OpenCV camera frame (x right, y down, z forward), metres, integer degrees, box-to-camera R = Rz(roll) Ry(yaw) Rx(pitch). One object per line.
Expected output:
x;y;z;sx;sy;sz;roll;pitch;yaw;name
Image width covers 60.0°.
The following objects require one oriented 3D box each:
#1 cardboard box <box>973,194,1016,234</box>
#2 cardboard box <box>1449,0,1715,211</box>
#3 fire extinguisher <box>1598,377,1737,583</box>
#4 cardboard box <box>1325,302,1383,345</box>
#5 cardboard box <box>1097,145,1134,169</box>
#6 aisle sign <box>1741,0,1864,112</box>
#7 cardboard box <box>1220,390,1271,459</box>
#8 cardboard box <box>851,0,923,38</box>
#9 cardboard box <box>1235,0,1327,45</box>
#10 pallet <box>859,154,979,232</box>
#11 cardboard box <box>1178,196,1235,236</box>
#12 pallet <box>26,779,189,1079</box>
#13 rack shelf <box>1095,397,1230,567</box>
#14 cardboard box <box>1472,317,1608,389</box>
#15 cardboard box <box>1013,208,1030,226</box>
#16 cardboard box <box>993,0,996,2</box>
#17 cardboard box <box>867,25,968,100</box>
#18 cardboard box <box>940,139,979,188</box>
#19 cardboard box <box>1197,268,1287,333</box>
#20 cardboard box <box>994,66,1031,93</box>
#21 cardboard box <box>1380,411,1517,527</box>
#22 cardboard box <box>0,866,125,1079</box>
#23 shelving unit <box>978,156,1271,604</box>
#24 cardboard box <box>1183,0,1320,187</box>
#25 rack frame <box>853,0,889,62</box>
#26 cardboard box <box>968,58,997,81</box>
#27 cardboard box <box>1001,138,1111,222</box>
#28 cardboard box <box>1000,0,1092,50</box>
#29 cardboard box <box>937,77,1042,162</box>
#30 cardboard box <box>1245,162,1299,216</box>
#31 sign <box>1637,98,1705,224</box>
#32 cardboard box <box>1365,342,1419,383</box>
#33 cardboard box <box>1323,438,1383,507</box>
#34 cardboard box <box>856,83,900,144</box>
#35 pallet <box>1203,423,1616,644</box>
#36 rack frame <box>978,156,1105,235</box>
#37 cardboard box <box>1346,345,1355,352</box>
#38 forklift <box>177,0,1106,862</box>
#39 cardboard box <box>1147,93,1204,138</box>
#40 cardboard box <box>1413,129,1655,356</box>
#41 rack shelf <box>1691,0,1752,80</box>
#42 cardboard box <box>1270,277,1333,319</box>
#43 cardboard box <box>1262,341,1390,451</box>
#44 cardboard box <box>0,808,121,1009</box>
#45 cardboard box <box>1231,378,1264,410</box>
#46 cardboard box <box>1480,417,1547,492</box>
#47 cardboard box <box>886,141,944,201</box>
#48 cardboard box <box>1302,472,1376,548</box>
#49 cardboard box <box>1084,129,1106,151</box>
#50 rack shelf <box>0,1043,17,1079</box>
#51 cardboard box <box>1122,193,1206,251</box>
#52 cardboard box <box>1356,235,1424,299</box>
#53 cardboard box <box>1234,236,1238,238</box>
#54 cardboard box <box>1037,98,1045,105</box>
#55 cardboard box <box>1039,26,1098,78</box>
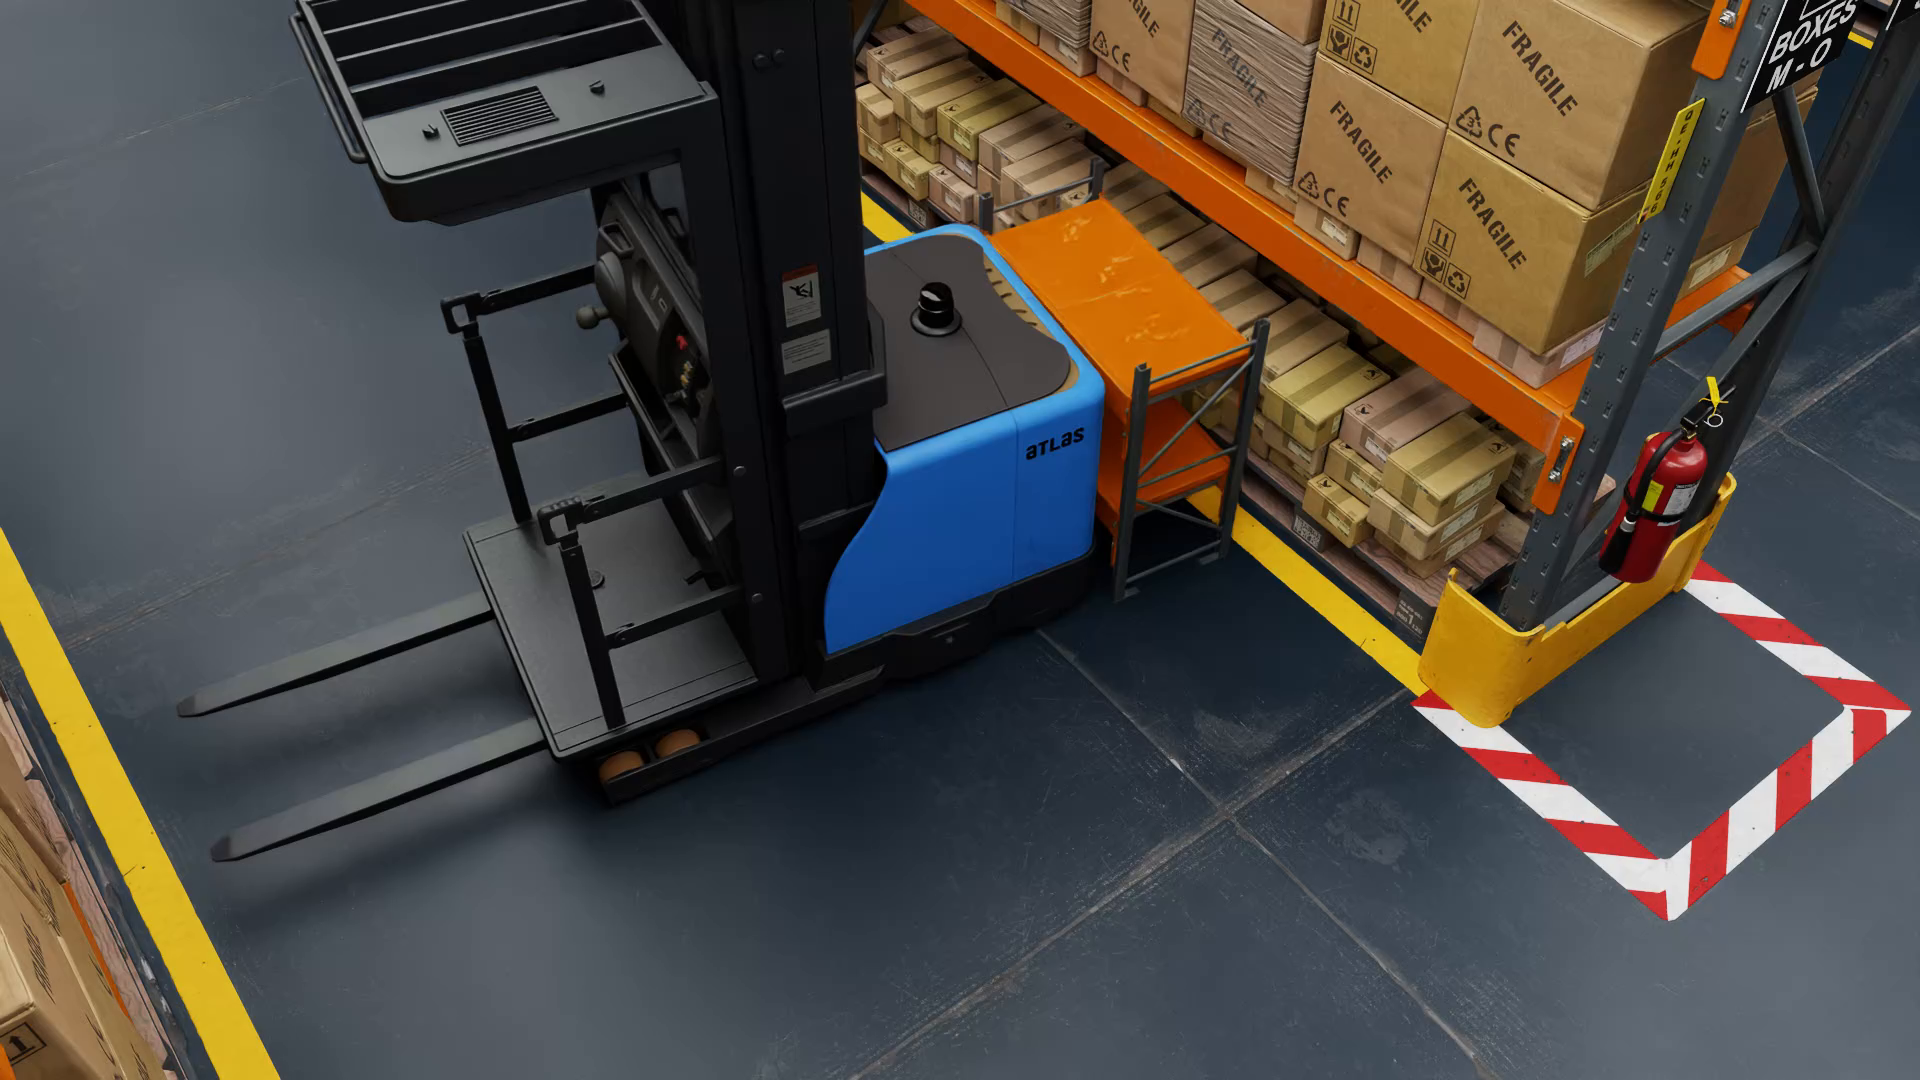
0.280;-1.440;7.172;0.380;0.149;0.250;-30;55;-25;cardboard box
1.716;-1.292;4.453;0.500;0.500;0.500;-30;55;-25;cardboard box
1.976;-0.157;4.672;0.296;0.674;0.183;-29;54;-24;fire extinguisher
1.615;-0.933;6.310;0.380;0.149;0.250;-32;55;-26;cardboard box
0.806;-1.626;7.139;0.380;0.149;0.250;-28;54;-23;cardboard box
1.996;-1.360;3.703;0.394;0.787;0.004;-29;54;-24;aisle sign
1.219;-0.505;6.324;0.380;0.149;0.250;-29;54;-24;cardboard box
-0.467;-2.879;8.239;0.500;0.500;0.500;-27;53;-23;cardboard box
1.087;-1.893;4.998;0.500;0.500;0.500;-27;53;-22;cardboard box
0.204;-1.706;7.654;1.003;0.211;1.213;-29;54;-24;pallet
1.103;-1.381;6.717;0.380;0.149;0.250;-29;54;-24;cardboard box
-2.968;1.397;4.841;1.003;0.211;1.213;-29;54;-24;pallet
0.531;-0.411;6.191;0.538;0.278;1.000;-22;51;-19;rack shelf
1.769;-0.645;4.980;0.380;0.149;0.250;-29;54;-24;cardboard box
0.444;-1.379;6.916;0.380;0.149;0.250;-27;53;-22;cardboard box
0.259;-2.209;6.398;0.380;0.149;0.250;-32;55;-25;cardboard box
-0.187;-2.110;7.378;0.380;0.149;0.250;-27;53;-23;cardboard box
0.135;-1.712;7.218;0.380;0.149;0.250;-30;54;-24;cardboard box
0.991;-0.830;6.217;0.380;0.149;0.250;-28;53;-23;cardboard box
0.378;-2.180;7.441;0.380;0.149;0.250;-29;54;-24;cardboard box
1.669;-0.246;5.688;0.380;0.149;0.250;-29;54;-24;cardboard box
-1.751;0.836;2.725;0.500;0.500;0.500;-31;55;-25;cardboard box
0.532;-0.576;6.011;0.538;1.125;1.048;-22;51;-19;shelving unit
1.092;-1.548;5.360;0.500;0.500;0.500;-29;54;-24;cardboard box
-0.231;-3.023;6.966;1.000;3.000;0.127;-29;54;-24;rack frame
0.213;-2.263;7.717;0.380;0.149;0.250;-28;54;-23;cardboard box
0.390;-1.464;6.792;0.380;0.149;0.250;-28;54;-23;cardboard box
0.450;-2.150;5.906;0.500;0.500;0.500;-31;55;-25;cardboard box
0.125;-1.794;7.091;0.380;0.149;0.250;-30;54;-24;cardboard box
1.175;-1.258;5.536;0.380;0.149;0.250;-32;55;-25;cardboard box
1.737;-0.922;4.066;0.100;0.325;0.005;-29;54;-24;sign
1.739;-0.663;6.267;0.380;0.149;0.250;-29;54;-24;cardboard box
1.529;-0.309;5.946;0.380;0.149;0.250;-31;55;-25;cardboard box
-0.266;-1.949;7.432;0.380;0.149;0.250;-27;53;-22;cardboard box
1.681;-0.267;6.350;1.003;0.211;1.213;-29;54;-24;pallet
0.291;-0.907;6.311;0.500;1.125;0.032;-22;51;-19;rack frame
1.681;-0.761;6.556;0.380;0.149;0.250;-29;54;-24;cardboard box
-1.072;-0.582;4.799;3.031;2.935;1.130;-21;51;-18;forklift
0.885;-1.593;5.840;0.380;0.149;0.250;-29;54;-23;cardboard box
1.714;-0.947;4.816;0.500;0.500;0.500;-28;54;-23;cardboard box
0.980;-2.609;5.052;1.077;0.370;4.000;-29;54;-24;rack shelf
1.433;-0.977;6.551;0.380;0.149;0.250;-32;55;-26;cardboard box
1.304;-0.516;5.932;0.380;0.149;0.250;-31;55;-25;cardboard box
-2.078;0.885;3.356;0.500;0.500;0.500;-30;54;-24;cardboard box
1.247;-0.641;6.247;0.380;0.149;0.250;-30;54;-24;cardboard box
2.078;-0.372;6.002;0.380;0.149;0.250;-27;53;-23;cardboard box
-0.105;-1.691;7.399;0.380;0.149;0.250;-28;54;-23;cardboard box
1.470;-0.171;6.021;0.380;0.149;0.250;-28;54;-23;cardboard box
0.629;-1.849;7.141;0.380;0.149;0.250;-28;54;-23;cardboard box
-2.898;-0.329;2.985;1.077;0.370;4.000;-29;54;-24;rack shelf
0.739;-1.177;6.532;0.380;0.149;0.250;-29;54;-24;cardboard box
1.484;-0.950;5.256;0.380;0.149;0.250;-30;54;-24;cardboard box
1.080;-1.282;6.828;0.380;0.149;0.250;-27;53;-22;cardboard box
0.563;-1.959;7.441;0.380;0.149;0.250;-31;55;-25;cardboard box
0.516;-1.870;6.090;0.380;0.149;0.250;-27;53;-22;cardboard box
